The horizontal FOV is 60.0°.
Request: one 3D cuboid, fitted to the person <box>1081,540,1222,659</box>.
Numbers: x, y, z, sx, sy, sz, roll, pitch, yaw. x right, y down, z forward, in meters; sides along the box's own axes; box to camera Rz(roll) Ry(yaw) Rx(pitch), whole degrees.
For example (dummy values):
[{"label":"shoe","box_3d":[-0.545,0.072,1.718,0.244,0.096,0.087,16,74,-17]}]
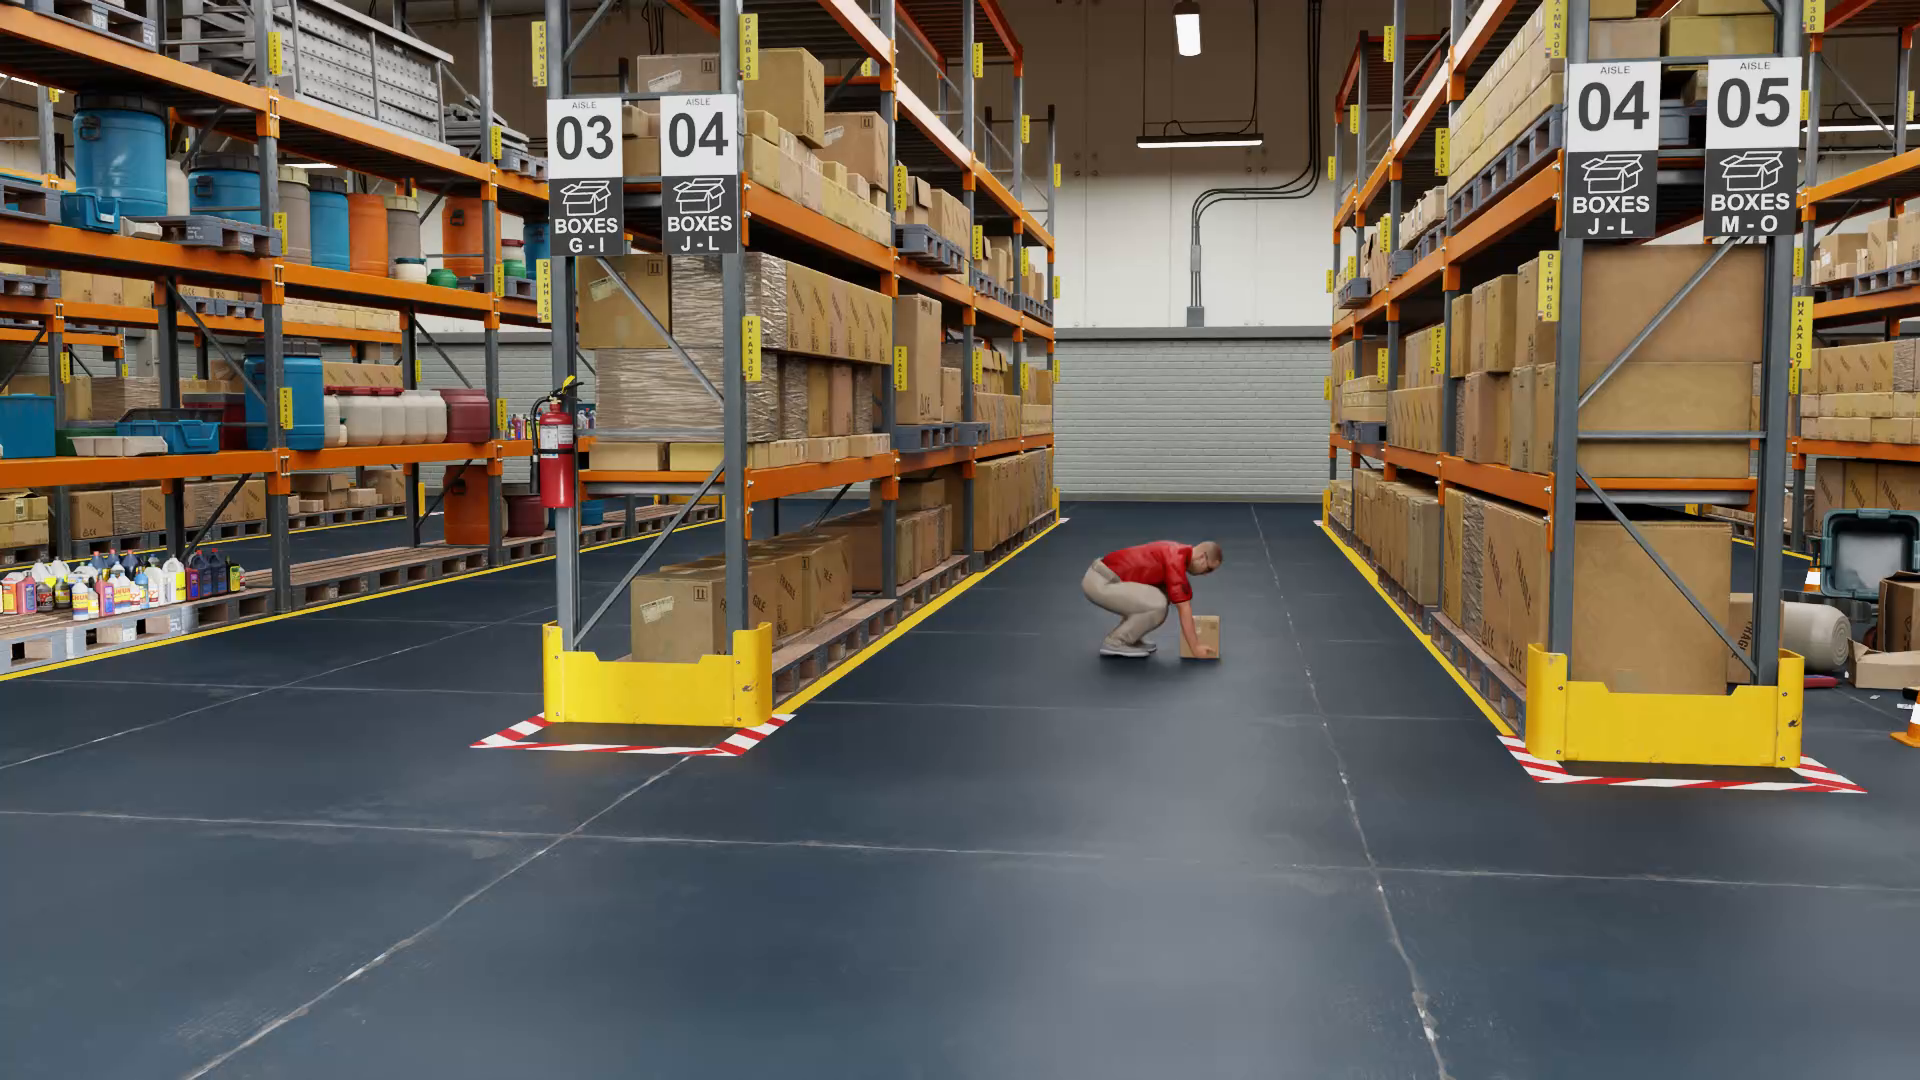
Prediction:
[{"label":"person","box_3d":[1.275,0.396,11.068,0.927,0.783,0.518,1,4,7]}]
